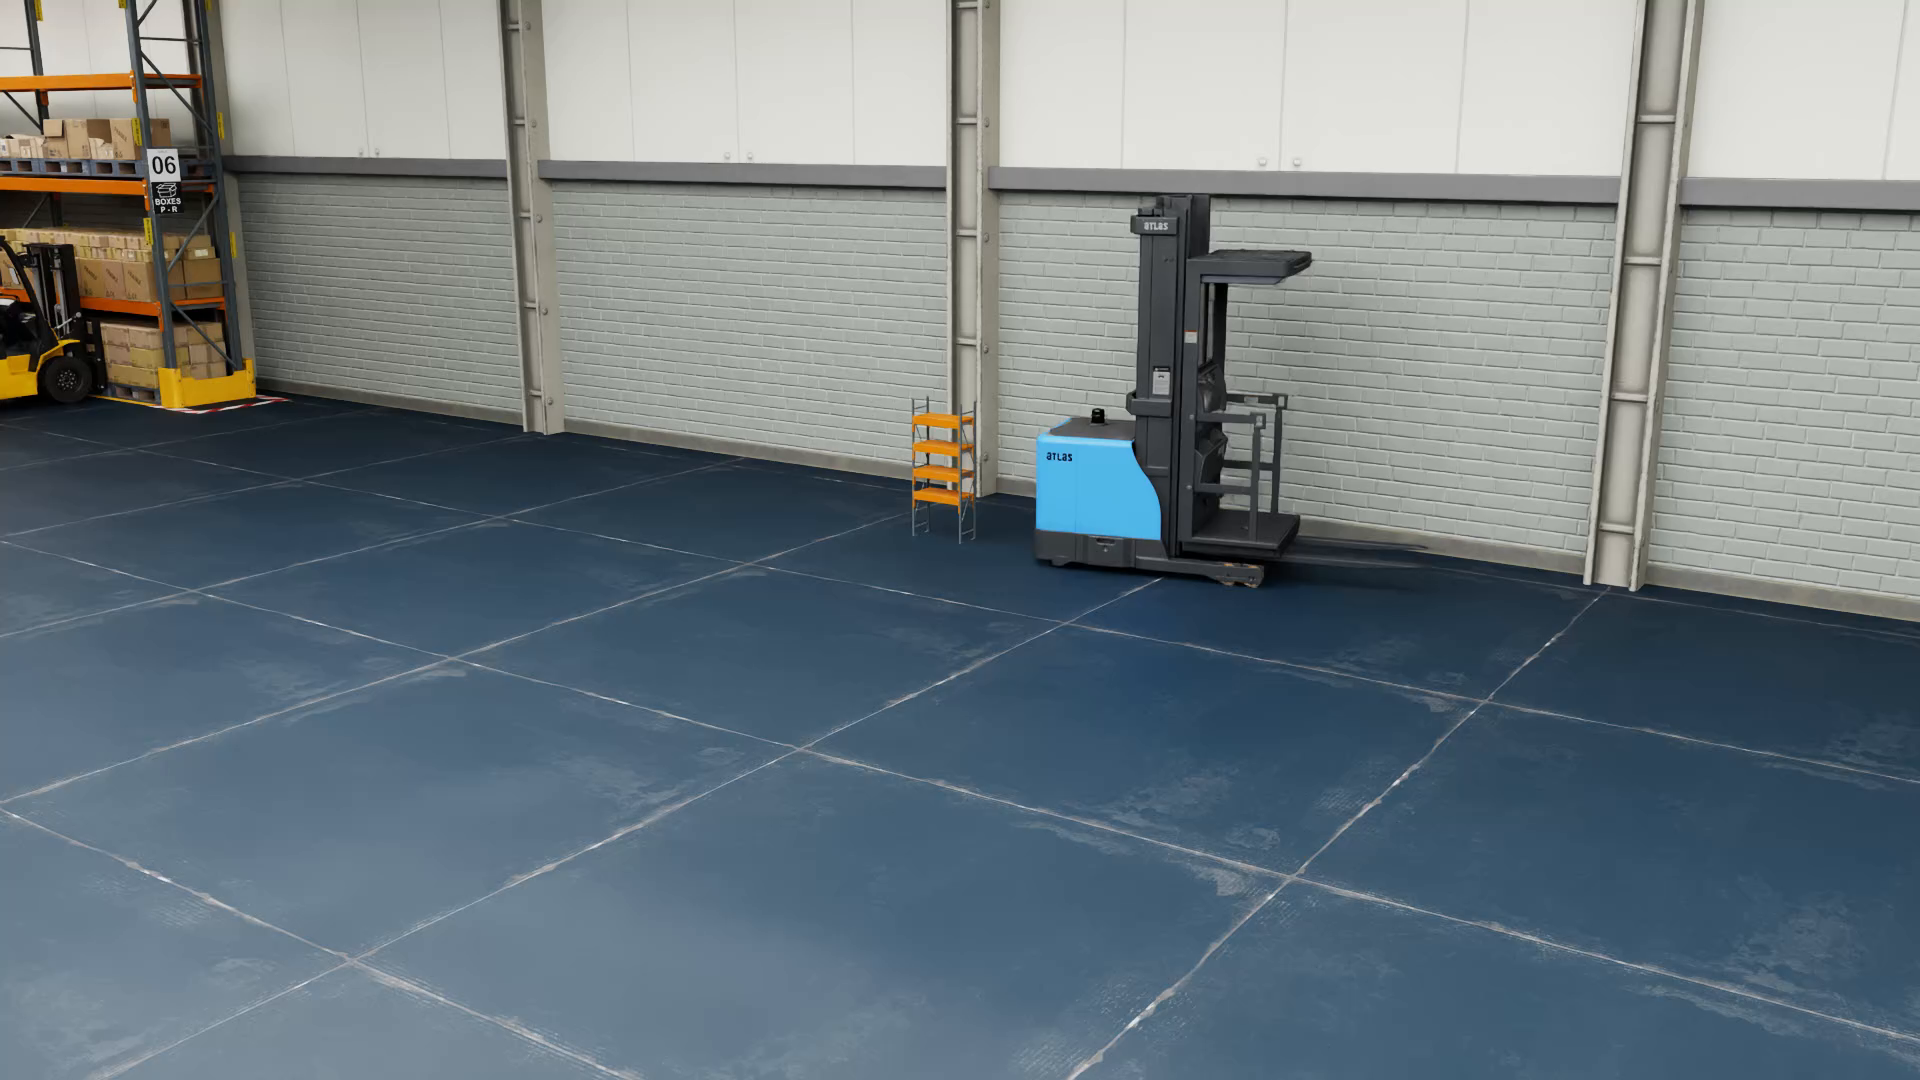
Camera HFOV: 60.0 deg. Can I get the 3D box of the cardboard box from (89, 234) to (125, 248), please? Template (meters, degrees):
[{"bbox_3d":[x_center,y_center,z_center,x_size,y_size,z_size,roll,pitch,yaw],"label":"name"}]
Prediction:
[{"bbox_3d":[-11.074,-3.891,21.624,0.250,0.149,0.380,10,17,34],"label":"cardboard box"}]

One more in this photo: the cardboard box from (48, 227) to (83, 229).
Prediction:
[{"bbox_3d":[-12.463,-4.280,23.193,0.250,0.149,0.380,9,16,31],"label":"cardboard box"}]

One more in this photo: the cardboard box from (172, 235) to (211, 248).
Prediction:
[{"bbox_3d":[-9.922,-3.855,21.479,0.250,0.149,0.380,9,16,32],"label":"cardboard box"}]

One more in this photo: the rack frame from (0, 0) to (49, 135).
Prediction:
[{"bbox_3d":[-13.081,-6.709,22.696,0.127,3.000,1.000,9,17,33],"label":"rack frame"}]

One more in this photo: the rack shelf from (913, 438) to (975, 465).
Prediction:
[{"bbox_3d":[-0.137,-0.756,14.231,0.480,0.148,0.258,9,17,33],"label":"rack shelf"}]

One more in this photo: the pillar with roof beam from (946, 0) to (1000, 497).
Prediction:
[{"bbox_3d":[-2.282,-3.978,11.664,0.400,9.000,9.100,9,17,33],"label":"pillar with roof beam"}]

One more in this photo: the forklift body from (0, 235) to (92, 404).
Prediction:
[{"bbox_3d":[-12.354,-2.739,20.910,1.214,2.155,2.313,9,17,33],"label":"forklift body"}]

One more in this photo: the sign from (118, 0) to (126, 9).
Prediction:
[{"bbox_3d":[-10.077,-6.558,19.978,0.005,0.325,0.100,9,17,33],"label":"sign"}]

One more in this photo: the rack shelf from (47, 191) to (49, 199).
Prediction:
[{"bbox_3d":[-14.741,-5.172,24.227,4.000,0.370,1.077,9,17,33],"label":"rack shelf"}]

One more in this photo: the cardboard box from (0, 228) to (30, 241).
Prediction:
[{"bbox_3d":[-12.982,-4.202,22.880,0.250,0.149,0.380,10,17,34],"label":"cardboard box"}]

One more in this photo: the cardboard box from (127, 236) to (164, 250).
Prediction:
[{"bbox_3d":[-10.399,-3.801,21.257,0.250,0.149,0.380,9,17,33],"label":"cardboard box"}]

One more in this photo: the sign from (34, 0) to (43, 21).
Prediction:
[{"bbox_3d":[-12.751,-7.346,22.999,0.005,0.325,0.100,9,17,33],"label":"sign"}]

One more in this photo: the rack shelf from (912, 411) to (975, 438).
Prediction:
[{"bbox_3d":[-0.137,-0.986,14.174,0.480,0.148,0.258,9,17,33],"label":"rack shelf"}]

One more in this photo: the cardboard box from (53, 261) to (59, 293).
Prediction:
[{"bbox_3d":[-11.997,-3.599,22.412,0.500,0.500,0.500,9,17,32],"label":"cardboard box"}]

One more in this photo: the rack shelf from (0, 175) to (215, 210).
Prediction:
[{"bbox_3d":[-11.422,-4.635,22.060,4.000,0.370,1.077,9,17,33],"label":"rack shelf"}]

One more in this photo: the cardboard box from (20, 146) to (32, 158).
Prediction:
[{"bbox_3d":[-12.241,-5.159,22.120,0.250,0.149,0.380,10,17,34],"label":"cardboard box"}]

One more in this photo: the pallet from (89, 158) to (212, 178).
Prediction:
[{"bbox_3d":[-10.334,-4.773,21.304,1.213,0.211,1.003,9,17,33],"label":"pallet"}]

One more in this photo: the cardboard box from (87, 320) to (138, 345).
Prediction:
[{"bbox_3d":[-11.170,-2.747,21.946,0.500,0.250,0.500,9,17,34],"label":"cardboard box"}]

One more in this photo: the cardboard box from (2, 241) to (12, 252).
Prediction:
[{"bbox_3d":[-12.964,-4.065,22.943,0.250,0.149,0.380,9,16,32],"label":"cardboard box"}]

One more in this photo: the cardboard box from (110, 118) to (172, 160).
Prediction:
[{"bbox_3d":[-10.265,-5.028,20.859,0.500,0.500,0.500,10,17,35],"label":"cardboard box"}]

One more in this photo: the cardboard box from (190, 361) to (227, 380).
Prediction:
[{"bbox_3d":[-10.061,-2.234,21.954,0.500,0.250,0.500,9,17,33],"label":"cardboard box"}]

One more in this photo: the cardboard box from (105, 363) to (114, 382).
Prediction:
[{"bbox_3d":[-11.146,-2.267,22.086,0.500,0.250,0.500,9,17,33],"label":"cardboard box"}]

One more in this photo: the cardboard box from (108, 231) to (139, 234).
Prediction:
[{"bbox_3d":[-11.189,-4.069,22.339,0.250,0.149,0.380,9,17,33],"label":"cardboard box"}]

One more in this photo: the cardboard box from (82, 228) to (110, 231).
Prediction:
[{"bbox_3d":[-11.789,-4.187,22.818,0.250,0.149,0.380,9,16,32],"label":"cardboard box"}]

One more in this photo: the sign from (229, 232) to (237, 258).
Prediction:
[{"bbox_3d":[-9.447,-3.829,21.580,0.005,0.325,0.100,9,17,33],"label":"sign"}]

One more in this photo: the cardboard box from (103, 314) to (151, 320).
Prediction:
[{"bbox_3d":[-11.302,-2.922,22.653,0.500,0.250,0.500,9,16,32],"label":"cardboard box"}]

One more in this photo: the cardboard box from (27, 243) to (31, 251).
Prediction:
[{"bbox_3d":[-12.353,-3.953,22.492,0.250,0.149,0.380,10,17,34],"label":"cardboard box"}]

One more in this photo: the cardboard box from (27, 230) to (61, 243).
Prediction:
[{"bbox_3d":[-12.342,-4.098,22.458,0.250,0.149,0.380,10,17,34],"label":"cardboard box"}]

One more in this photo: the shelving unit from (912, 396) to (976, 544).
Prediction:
[{"bbox_3d":[-0.137,-0.605,14.269,0.503,1.200,0.258,9,17,33],"label":"shelving unit"}]

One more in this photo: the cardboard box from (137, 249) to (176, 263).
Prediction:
[{"bbox_3d":[-10.206,-3.614,21.122,0.250,0.149,0.380,9,17,34],"label":"cardboard box"}]

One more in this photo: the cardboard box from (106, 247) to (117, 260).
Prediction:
[{"bbox_3d":[-10.815,-3.725,21.570,0.250,0.149,0.380,9,17,32],"label":"cardboard box"}]

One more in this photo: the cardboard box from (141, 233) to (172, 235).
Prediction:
[{"bbox_3d":[-10.544,-3.966,21.925,0.250,0.149,0.380,9,17,33],"label":"cardboard box"}]

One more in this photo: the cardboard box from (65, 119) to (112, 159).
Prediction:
[{"bbox_3d":[-11.060,-5.185,21.494,0.500,0.500,0.700,9,17,33],"label":"cardboard box"}]

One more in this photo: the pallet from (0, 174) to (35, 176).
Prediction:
[{"bbox_3d":[-13.820,-5.275,23.547,1.217,0.209,0.805,8,16,31],"label":"pallet"}]

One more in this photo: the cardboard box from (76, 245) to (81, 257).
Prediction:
[{"bbox_3d":[-11.441,-3.833,22.006,0.250,0.149,0.380,9,17,32],"label":"cardboard box"}]

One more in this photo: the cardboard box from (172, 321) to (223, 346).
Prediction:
[{"bbox_3d":[-10.055,-2.717,21.823,0.500,0.250,0.500,9,16,32],"label":"cardboard box"}]

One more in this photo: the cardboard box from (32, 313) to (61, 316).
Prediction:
[{"bbox_3d":[-12.436,-2.953,22.777,0.500,0.250,0.500,9,17,33],"label":"cardboard box"}]

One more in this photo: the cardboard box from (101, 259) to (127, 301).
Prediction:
[{"bbox_3d":[-10.742,-3.394,21.582,0.500,0.500,0.500,10,17,35],"label":"cardboard box"}]

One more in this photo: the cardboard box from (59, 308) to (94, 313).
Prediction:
[{"bbox_3d":[-12.565,-3.124,23.466,0.500,0.250,0.500,10,17,34],"label":"cardboard box"}]

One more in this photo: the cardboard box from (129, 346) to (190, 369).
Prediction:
[{"bbox_3d":[-10.341,-2.375,21.482,0.500,0.250,0.500,9,16,32],"label":"cardboard box"}]

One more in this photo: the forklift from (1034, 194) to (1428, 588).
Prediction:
[{"bbox_3d":[2.171,-1.199,13.069,3.031,2.935,1.130,5,15,19],"label":"forklift"}]

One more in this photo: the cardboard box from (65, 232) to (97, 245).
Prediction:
[{"bbox_3d":[-11.652,-4.016,22.125,0.250,0.149,0.380,9,17,33],"label":"cardboard box"}]

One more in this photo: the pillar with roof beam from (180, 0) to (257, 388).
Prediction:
[{"bbox_3d":[-12.240,-5.587,18.165,0.400,9.000,9.100,9,17,33],"label":"pillar with roof beam"}]
